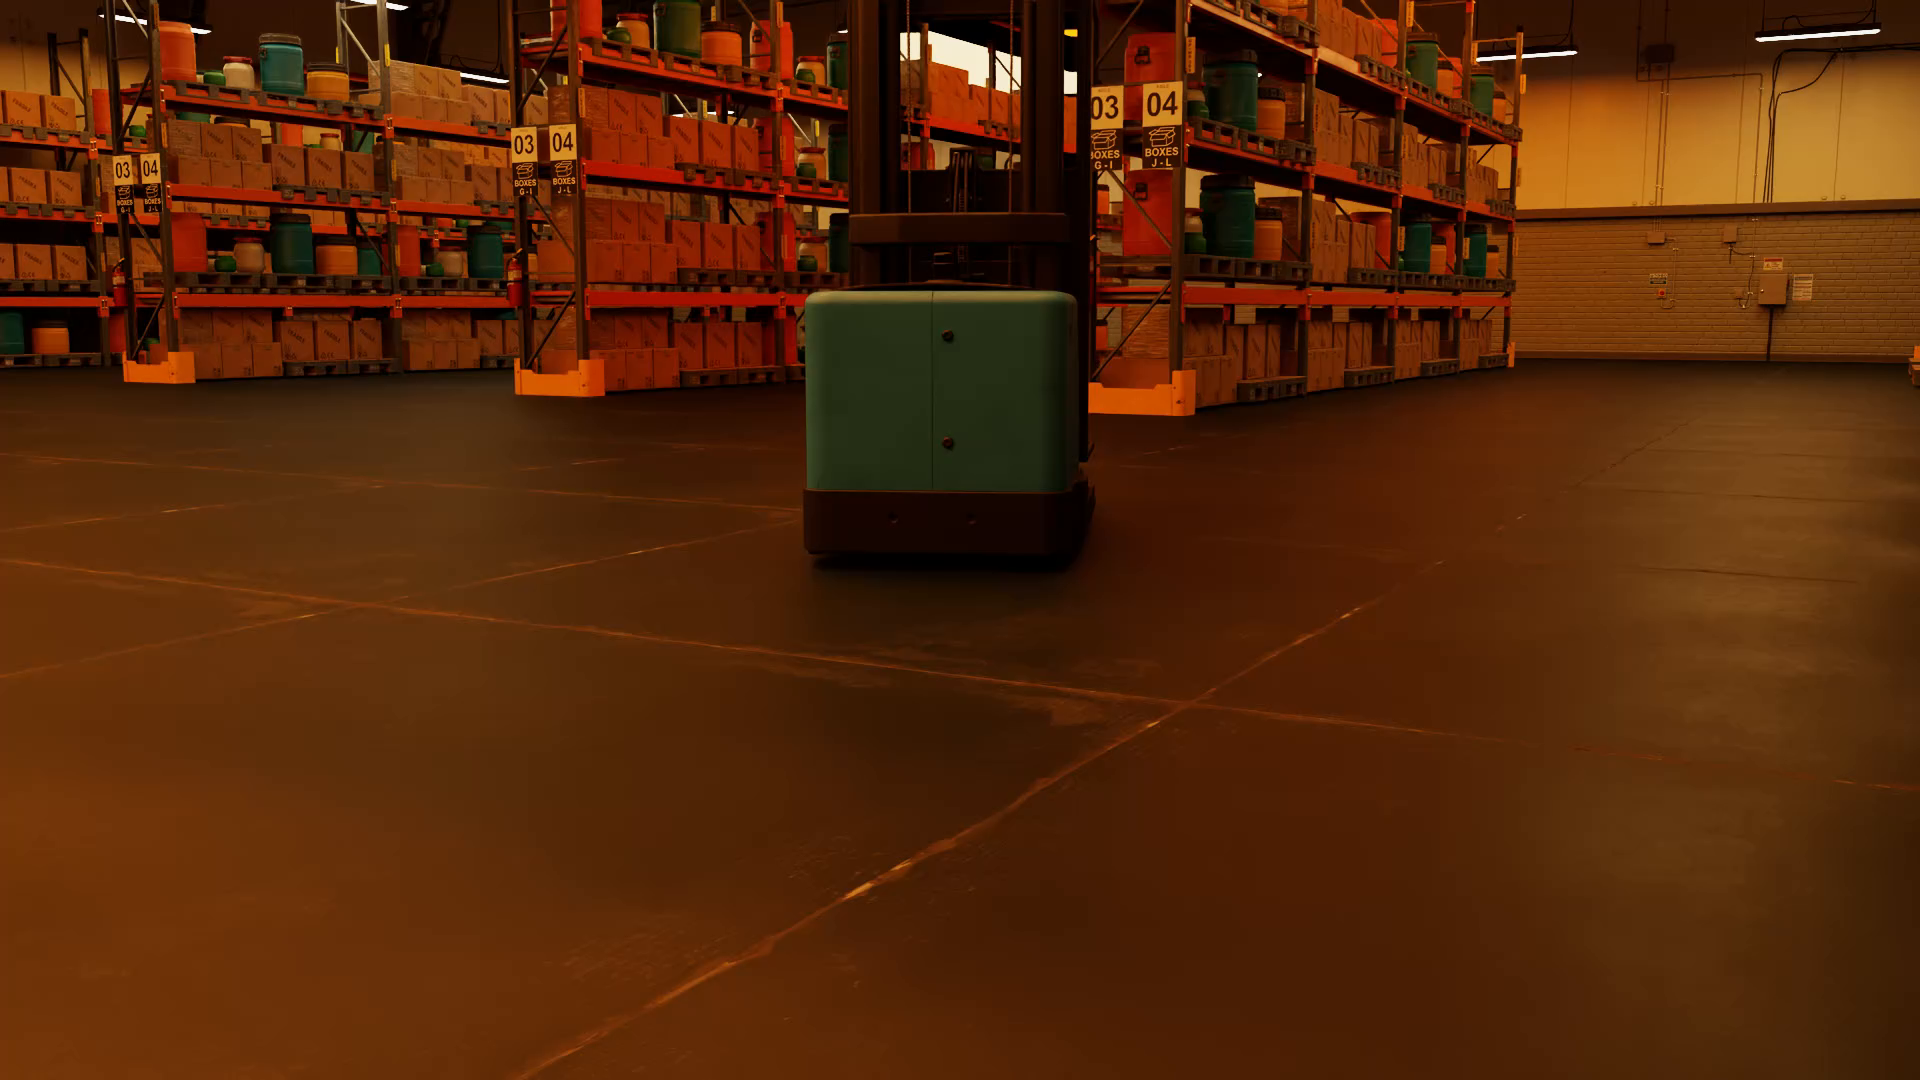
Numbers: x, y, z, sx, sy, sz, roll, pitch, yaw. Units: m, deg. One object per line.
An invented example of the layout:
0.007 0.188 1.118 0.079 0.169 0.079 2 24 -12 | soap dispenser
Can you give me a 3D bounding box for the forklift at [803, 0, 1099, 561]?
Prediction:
0.072 -1.535 7.712 1.130 2.935 3.031 1 8 7 | forklift
